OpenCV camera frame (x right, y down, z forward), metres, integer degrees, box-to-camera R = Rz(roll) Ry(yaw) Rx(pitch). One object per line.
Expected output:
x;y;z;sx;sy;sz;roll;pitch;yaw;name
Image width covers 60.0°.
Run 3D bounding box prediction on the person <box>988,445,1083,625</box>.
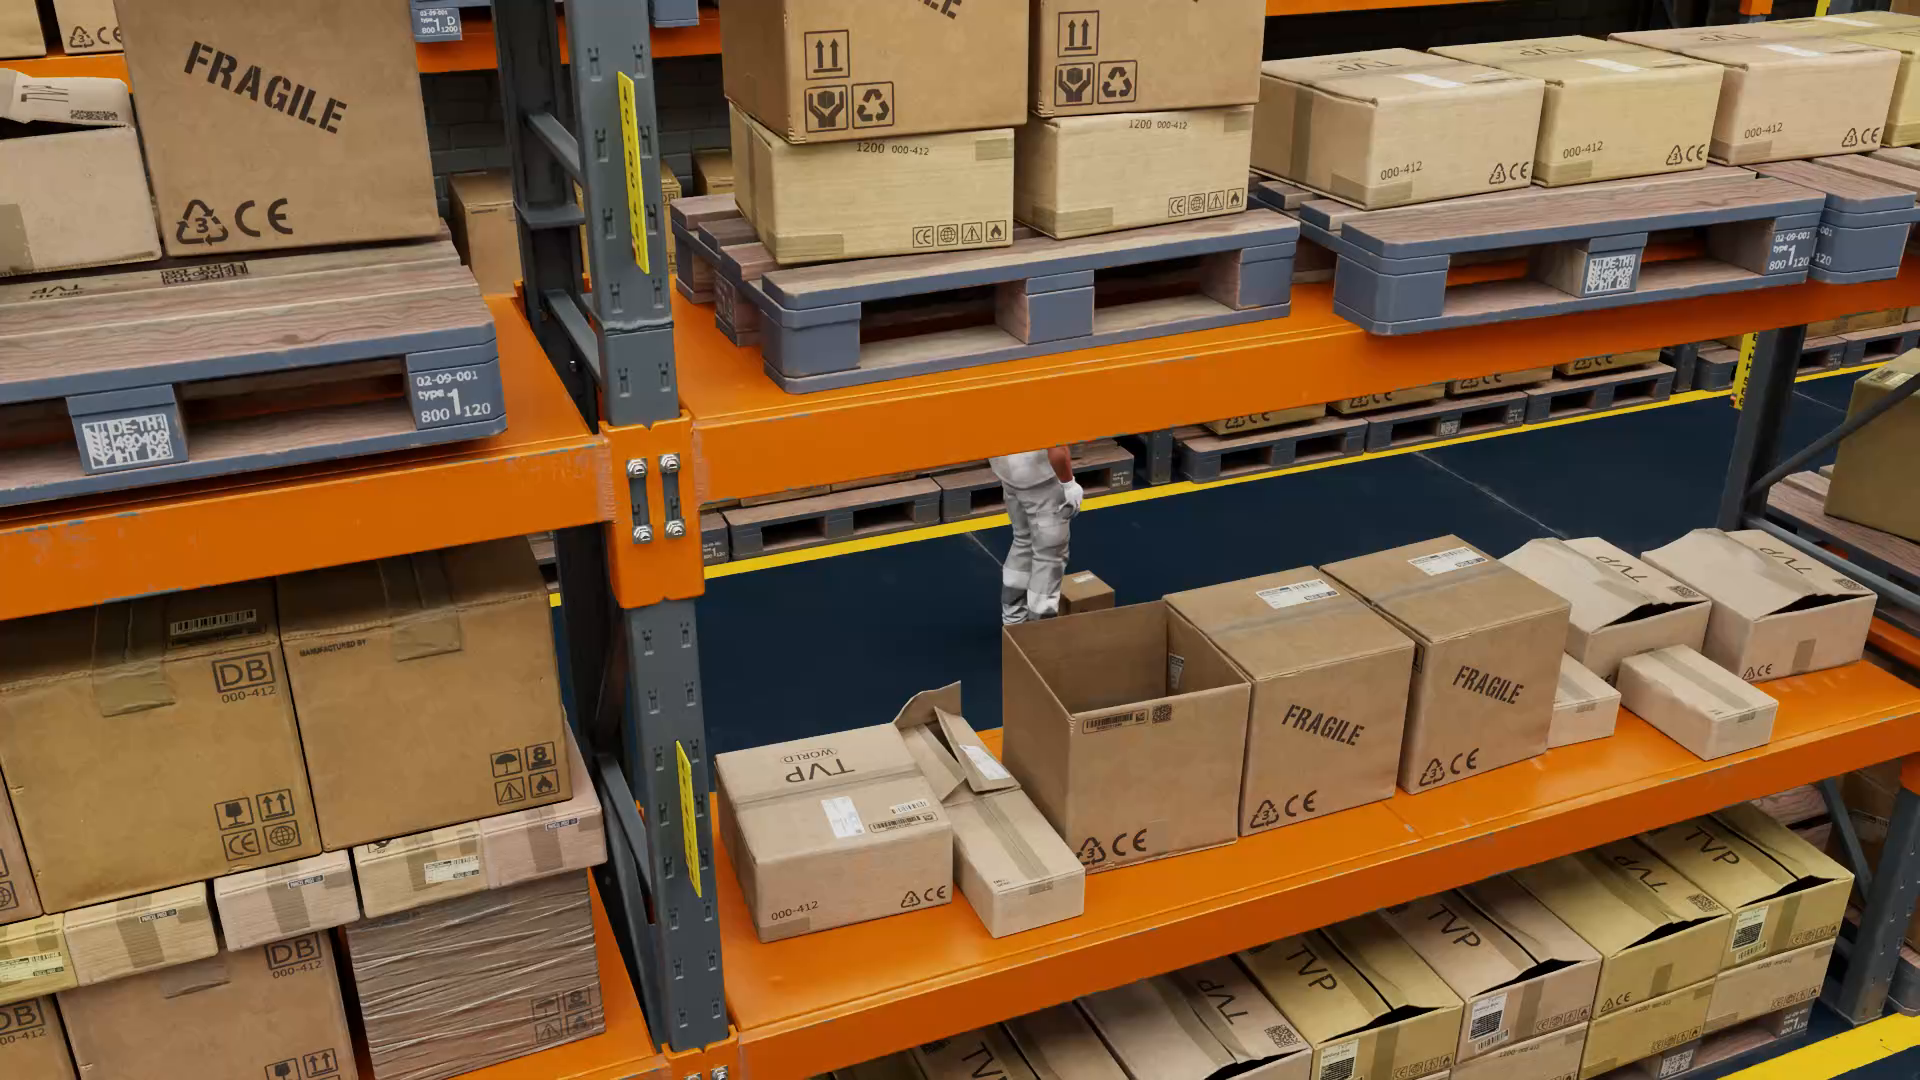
0.370;-0.323;7.765;0.452;1.779;0.618;-12;28;-24;person
